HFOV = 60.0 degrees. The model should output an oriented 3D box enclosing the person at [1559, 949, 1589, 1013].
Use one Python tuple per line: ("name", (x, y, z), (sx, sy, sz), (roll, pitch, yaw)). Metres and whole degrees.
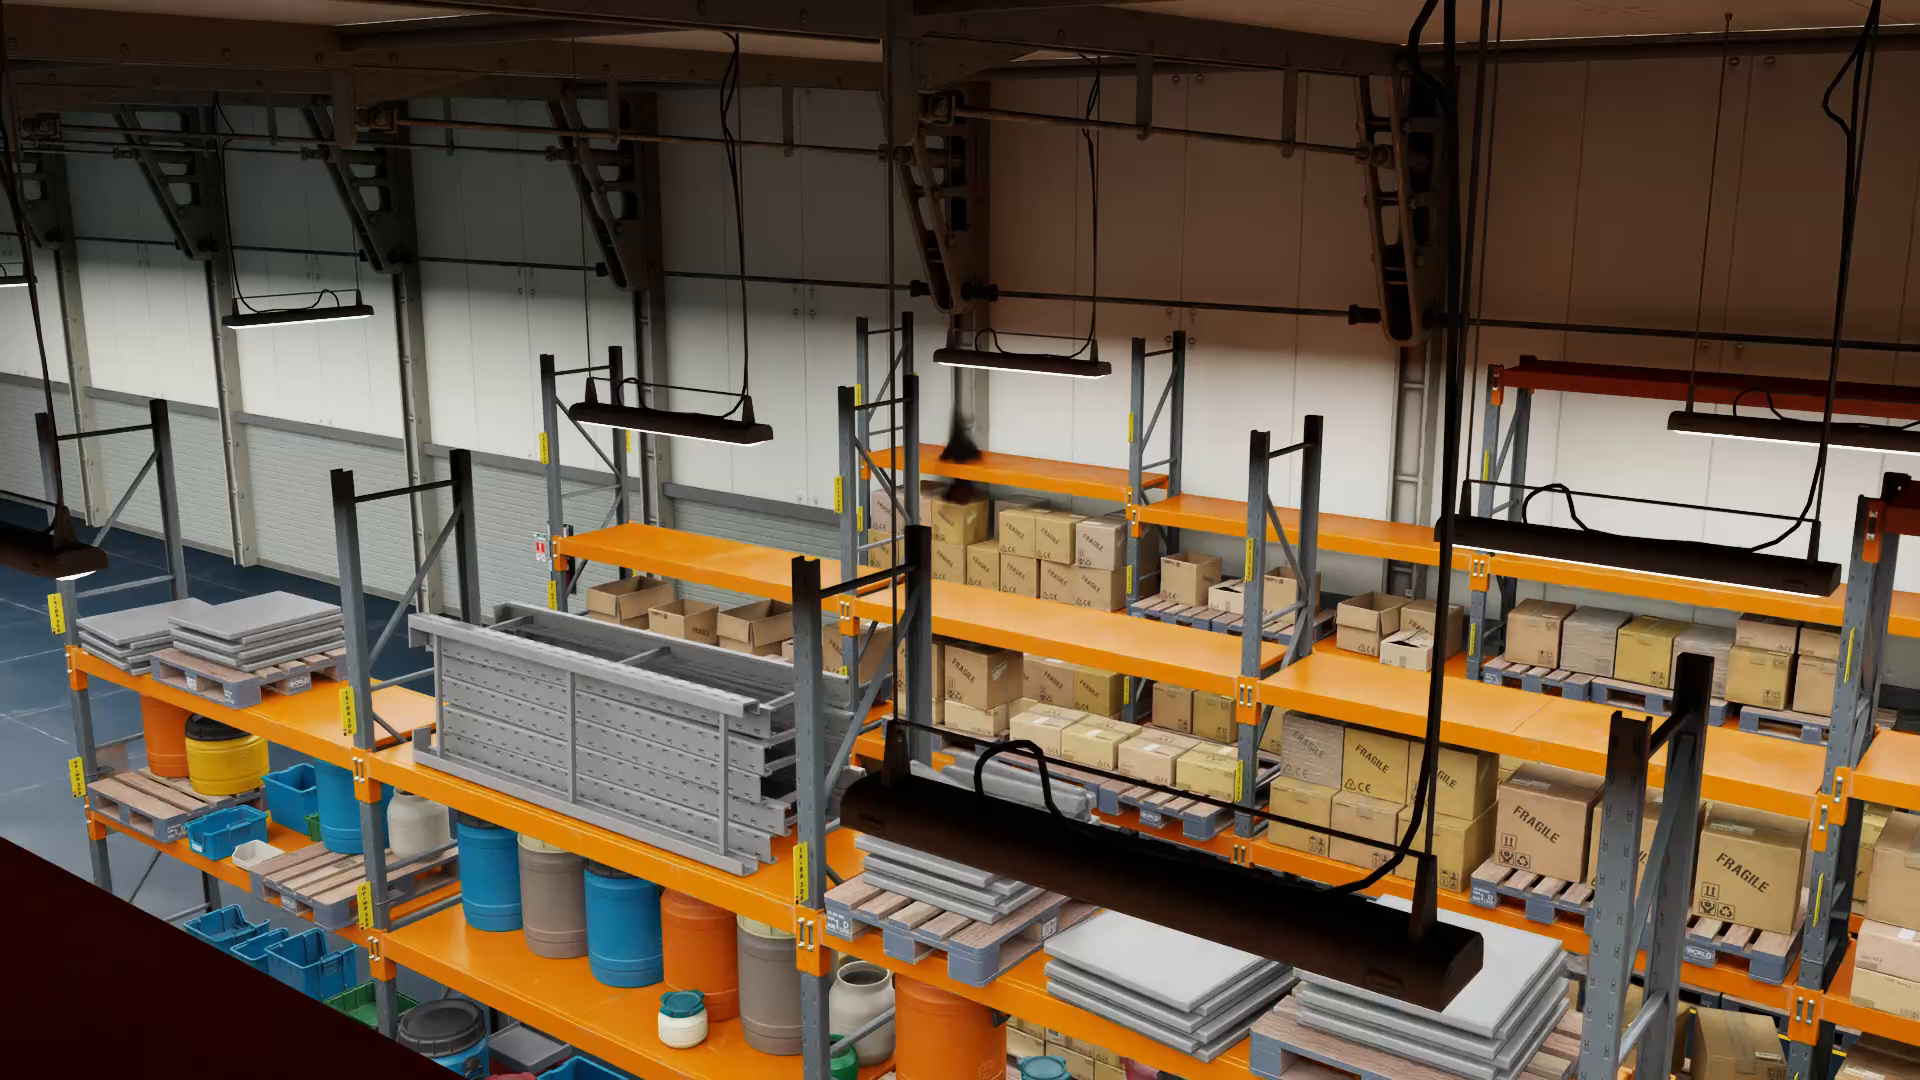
("person", (5.584, 3.825, 14.886), (0.721, 1.799, 0.621), (5, 14, 21))
